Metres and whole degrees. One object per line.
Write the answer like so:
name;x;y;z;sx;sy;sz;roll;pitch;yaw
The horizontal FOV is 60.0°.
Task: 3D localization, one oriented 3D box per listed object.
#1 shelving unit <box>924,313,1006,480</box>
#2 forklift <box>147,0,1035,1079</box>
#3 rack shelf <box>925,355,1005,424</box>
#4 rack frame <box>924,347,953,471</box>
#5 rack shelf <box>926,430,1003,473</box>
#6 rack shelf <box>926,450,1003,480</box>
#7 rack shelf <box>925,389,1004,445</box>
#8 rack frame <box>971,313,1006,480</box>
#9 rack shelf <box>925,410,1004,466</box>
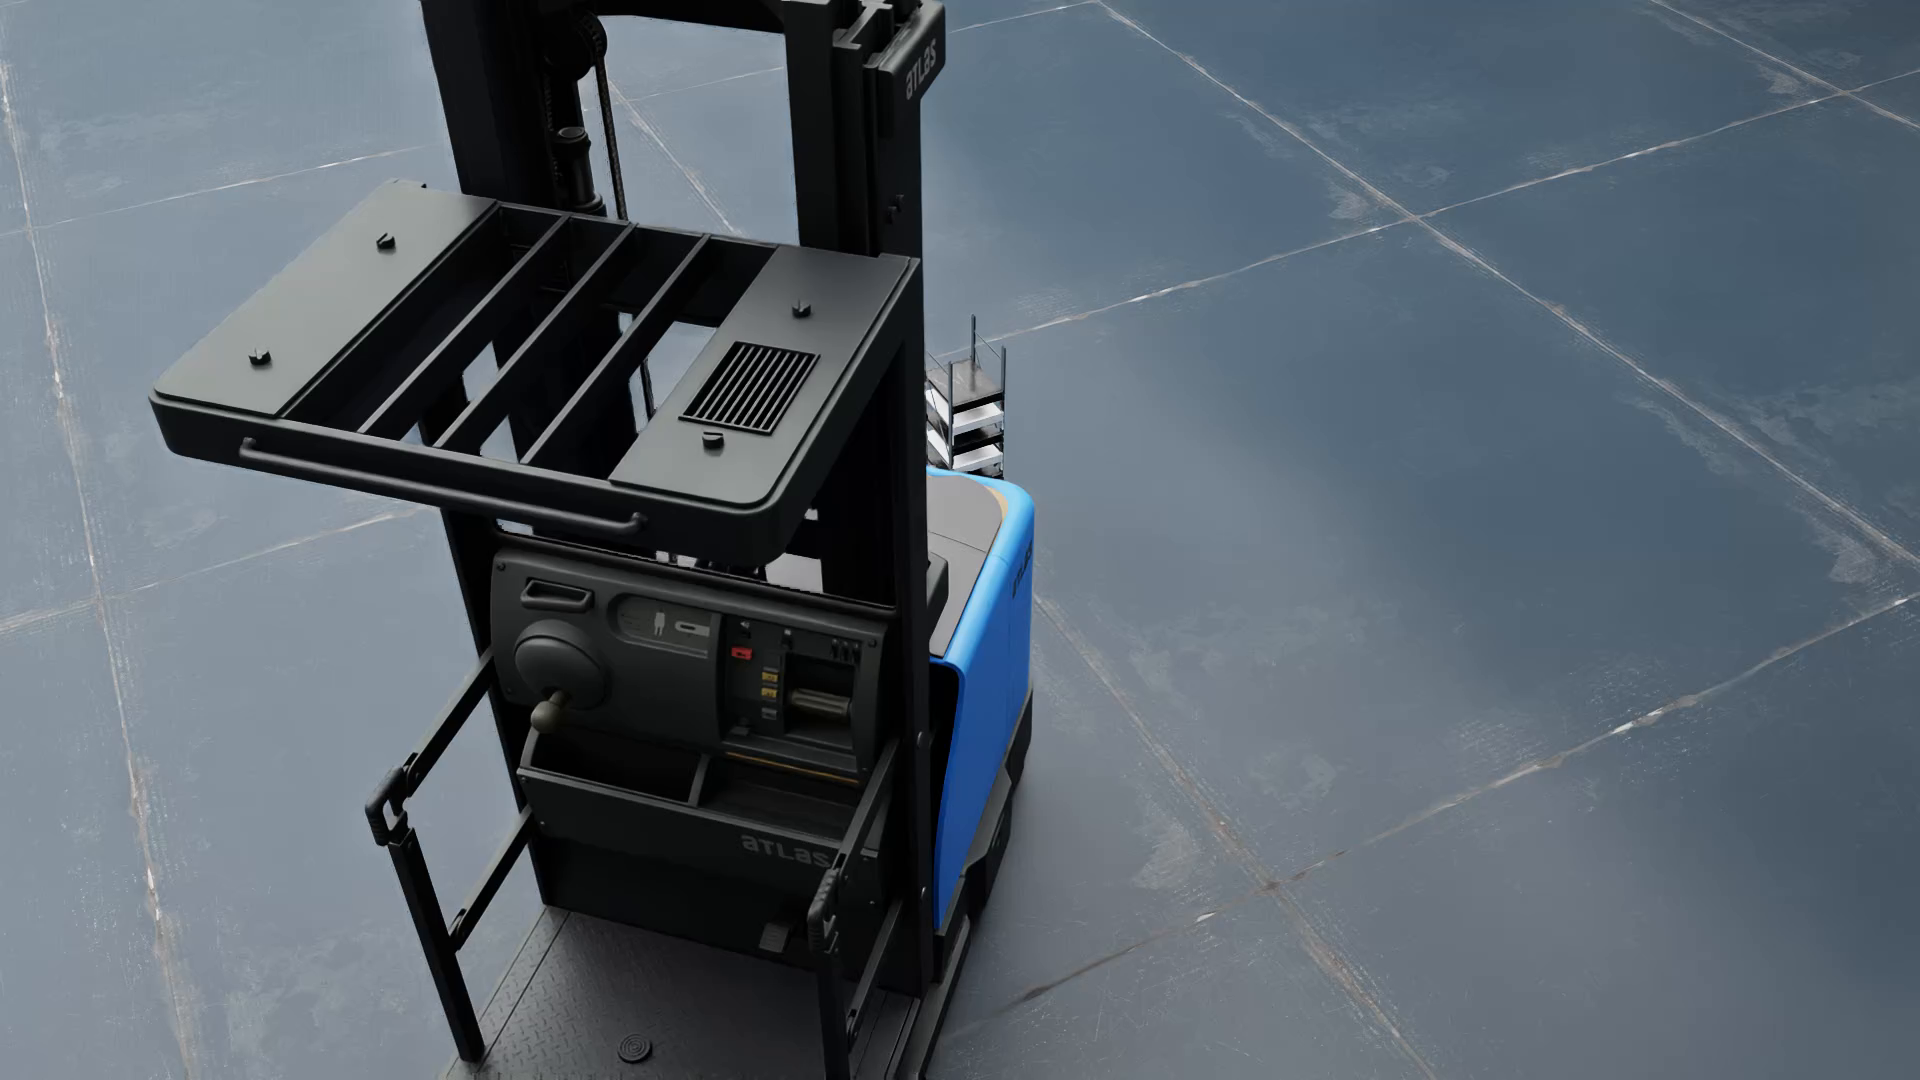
shelving unit;0.007;-0.346;5.962;0.210;0.900;0.258;-19;44;-21
forklift;-0.675;0.367;3.547;1.130;2.935;3.031;11;41;12
rack shelf;0.007;-0.527;5.809;0.200;0.077;0.258;-19;44;-21
rack frame;-0.083;-0.316;5.926;0.006;0.900;0.240;-19;44;-21
rack shelf;0.007;-0.320;5.984;0.200;0.077;0.258;-19;44;-21
rack shelf;0.007;-0.252;6.042;0.200;0.077;0.258;-19;44;-21
rack shelf;0.007;-0.458;5.867;0.200;0.077;0.258;-19;44;-21
rack frame;0.097;-0.376;5.998;0.006;0.900;0.240;-19;44;-21
rack shelf;0.007;-0.389;5.925;0.200;0.077;0.258;-19;44;-21
